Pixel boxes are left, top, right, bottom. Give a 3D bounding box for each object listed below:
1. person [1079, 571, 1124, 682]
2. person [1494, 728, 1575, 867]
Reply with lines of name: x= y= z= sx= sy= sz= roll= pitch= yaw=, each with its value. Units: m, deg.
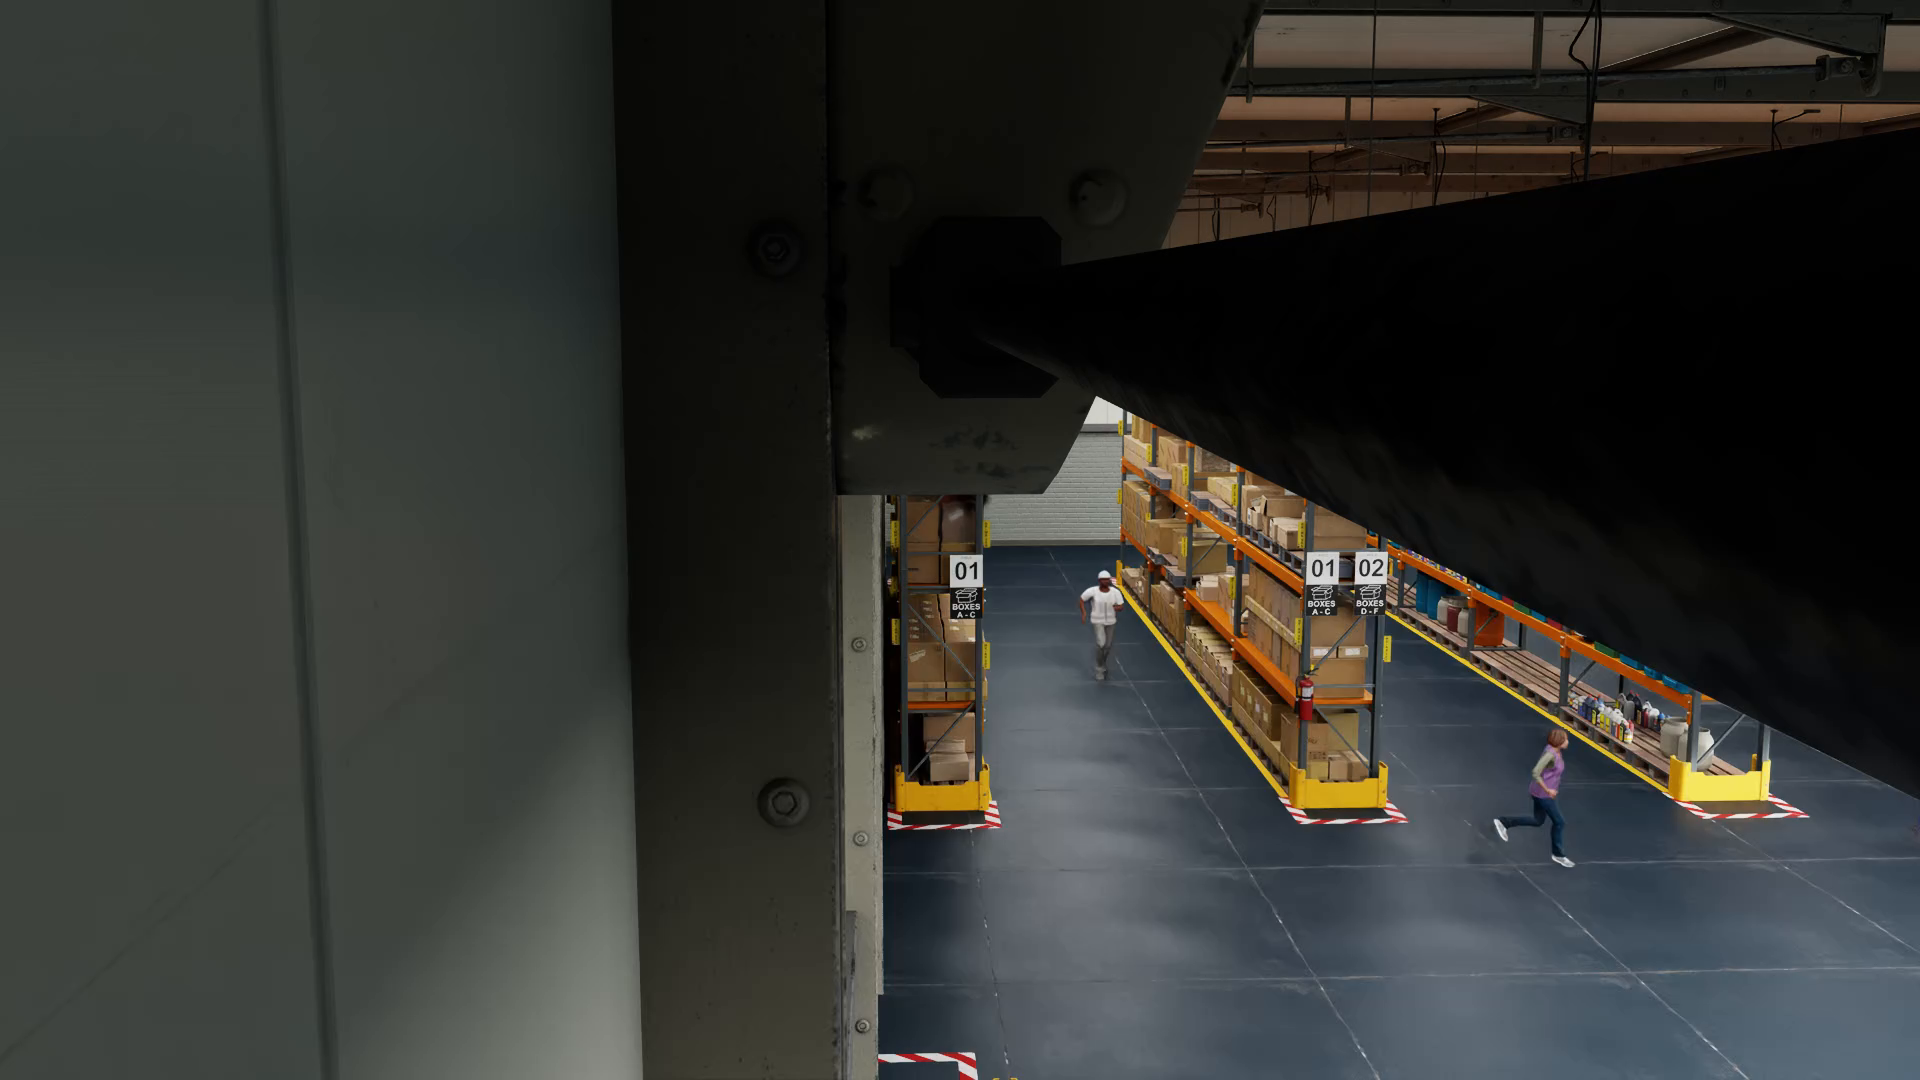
person: x=2.371 y=1.411 z=27.532 sx=0.678 sy=1.831 sz=0.770 roll=-2 pitch=9 yaw=-15
person: x=6.444 y=2.854 z=18.584 sx=0.894 sy=1.586 sz=0.538 roll=3 pitch=9 yaw=22
